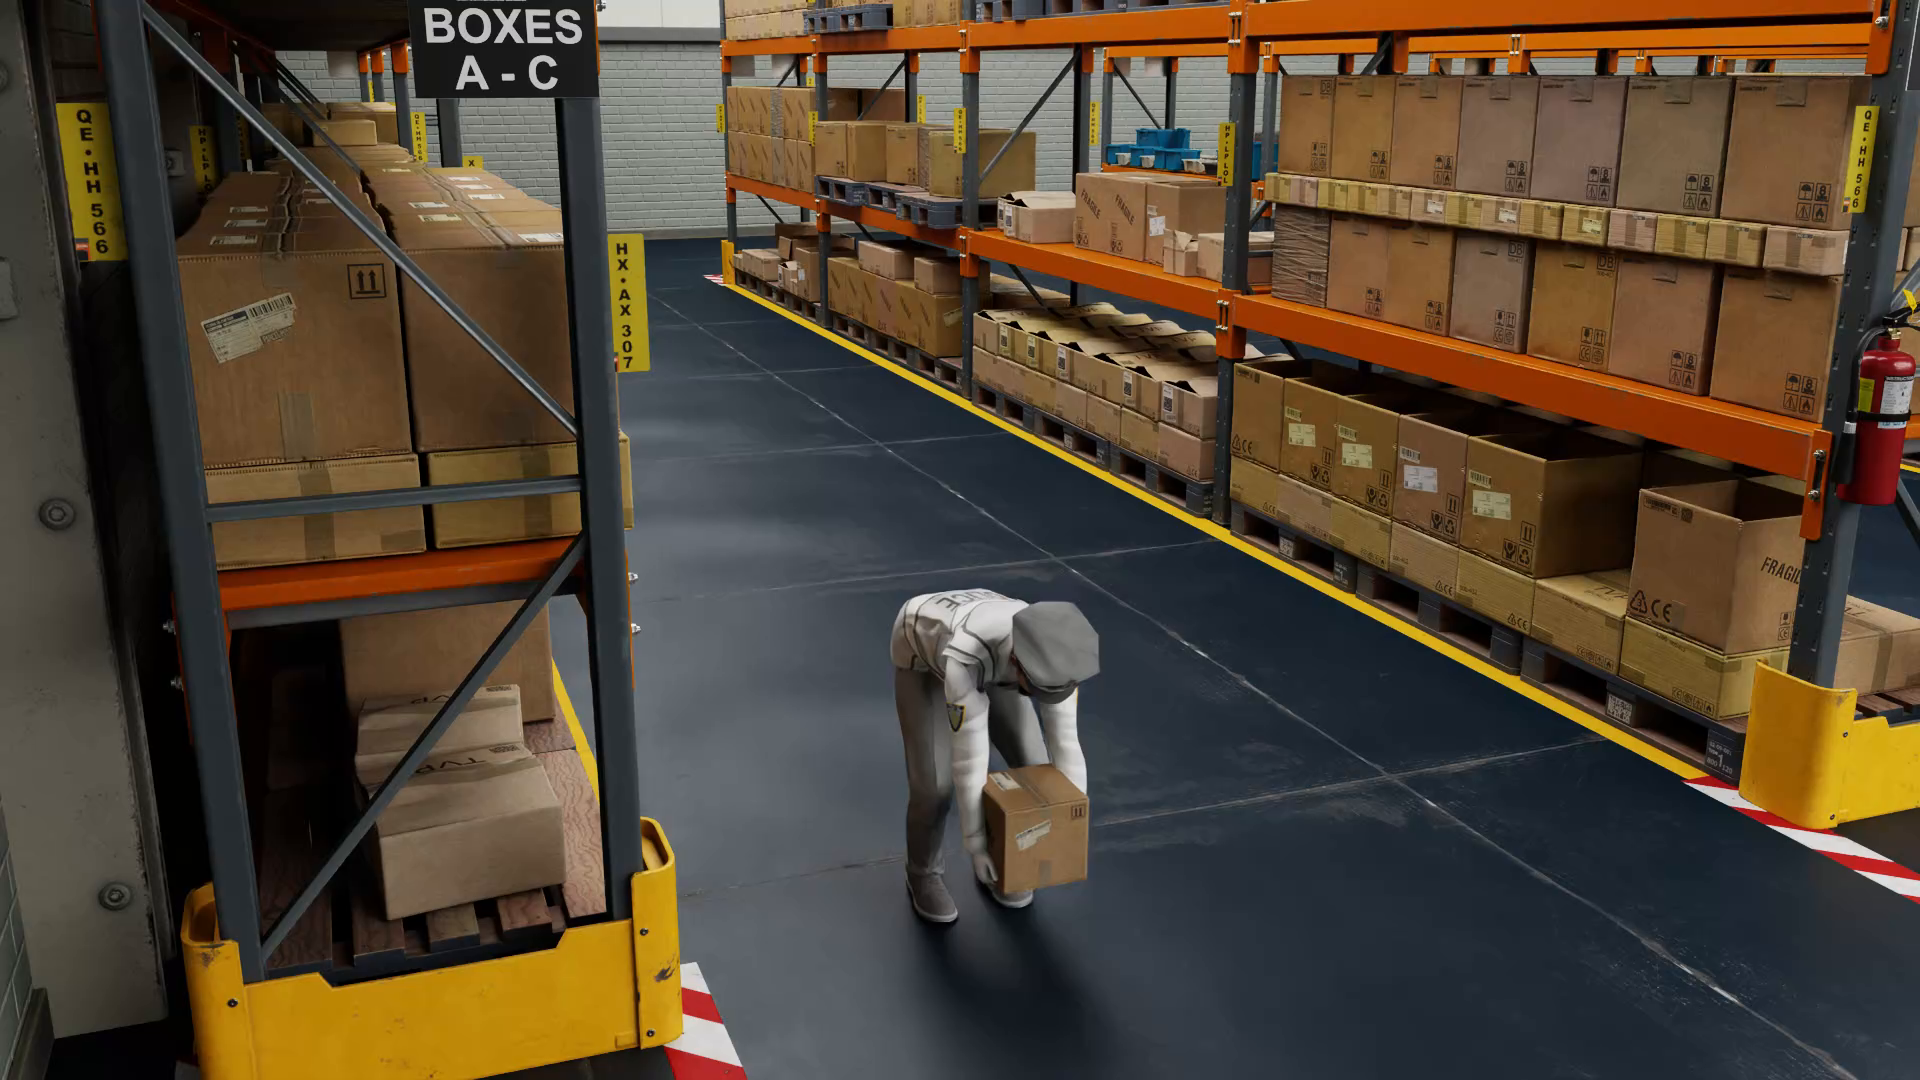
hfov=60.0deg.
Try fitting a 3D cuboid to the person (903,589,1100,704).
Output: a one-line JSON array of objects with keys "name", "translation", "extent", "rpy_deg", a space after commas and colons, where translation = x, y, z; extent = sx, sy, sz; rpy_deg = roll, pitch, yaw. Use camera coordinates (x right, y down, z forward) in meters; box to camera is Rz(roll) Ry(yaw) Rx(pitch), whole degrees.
[{"name": "person", "translation": [0.110, 0.280, 4.746], "extent": [0.384, 0.388, 0.910], "rpy_deg": [-7, 17, -23]}]
